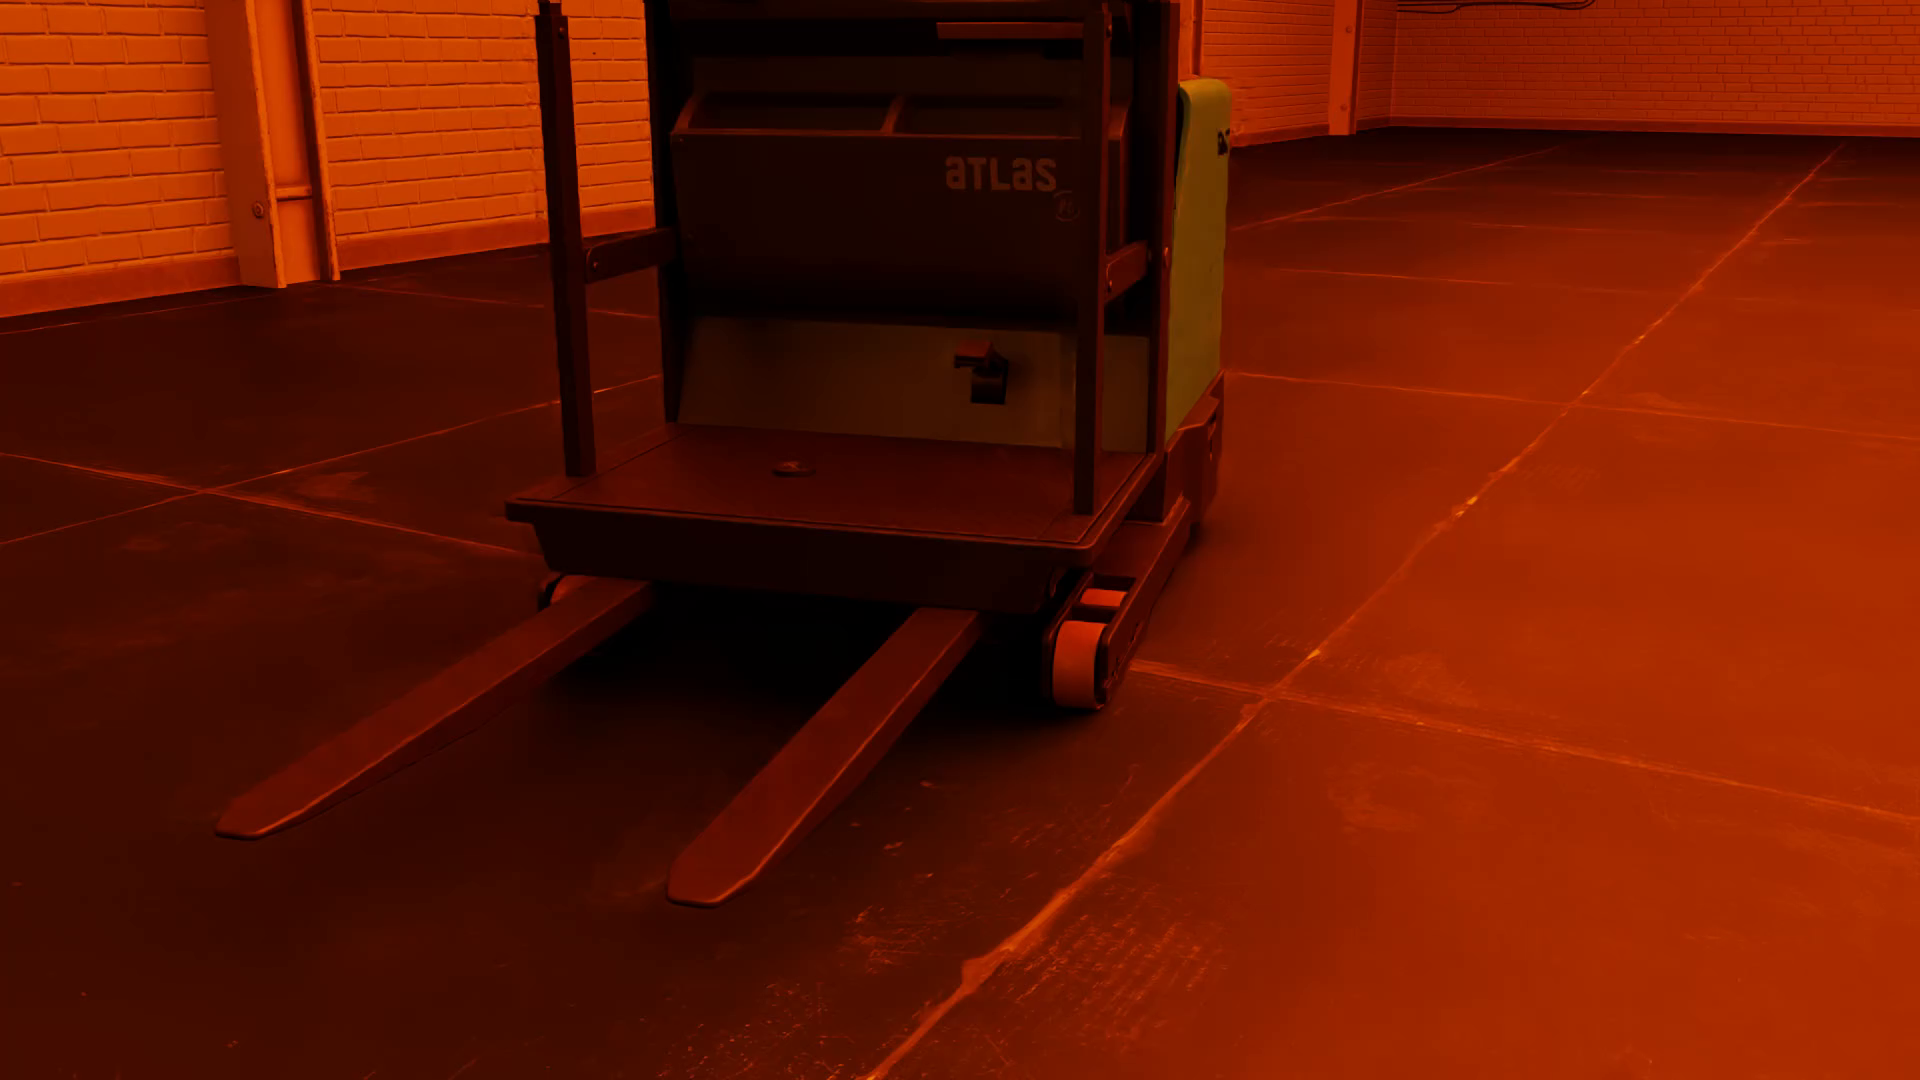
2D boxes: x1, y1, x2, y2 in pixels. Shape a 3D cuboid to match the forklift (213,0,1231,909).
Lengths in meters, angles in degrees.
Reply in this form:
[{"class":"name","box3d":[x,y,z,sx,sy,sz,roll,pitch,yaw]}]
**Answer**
[{"class":"forklift","box3d":[-0.180,-1.220,2.995,1.130,2.935,3.031,5,17,15]}]
